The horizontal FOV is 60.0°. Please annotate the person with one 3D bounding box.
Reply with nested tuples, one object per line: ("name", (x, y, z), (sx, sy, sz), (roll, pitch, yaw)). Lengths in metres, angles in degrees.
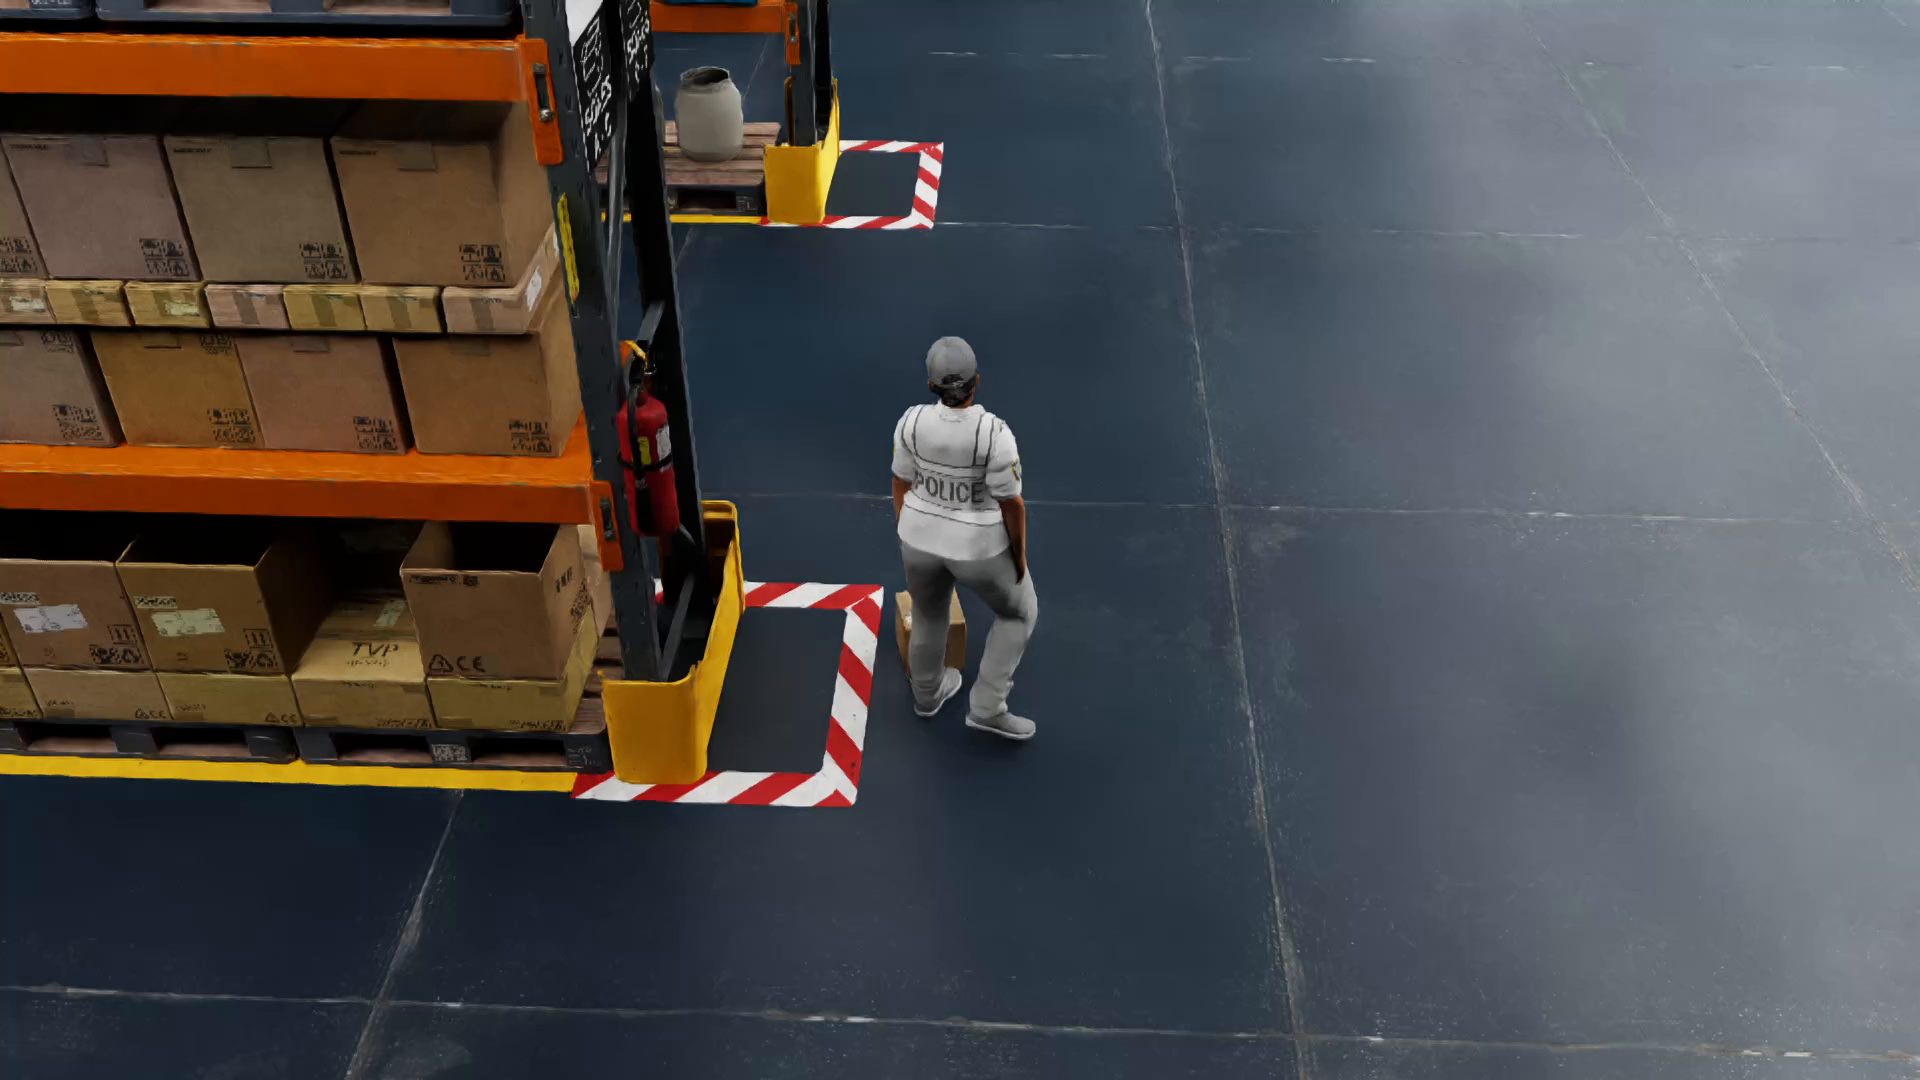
("person", (0.034, 0.012, 6.103), (0.578, 1.662, 0.392), (13, 38, 18))
